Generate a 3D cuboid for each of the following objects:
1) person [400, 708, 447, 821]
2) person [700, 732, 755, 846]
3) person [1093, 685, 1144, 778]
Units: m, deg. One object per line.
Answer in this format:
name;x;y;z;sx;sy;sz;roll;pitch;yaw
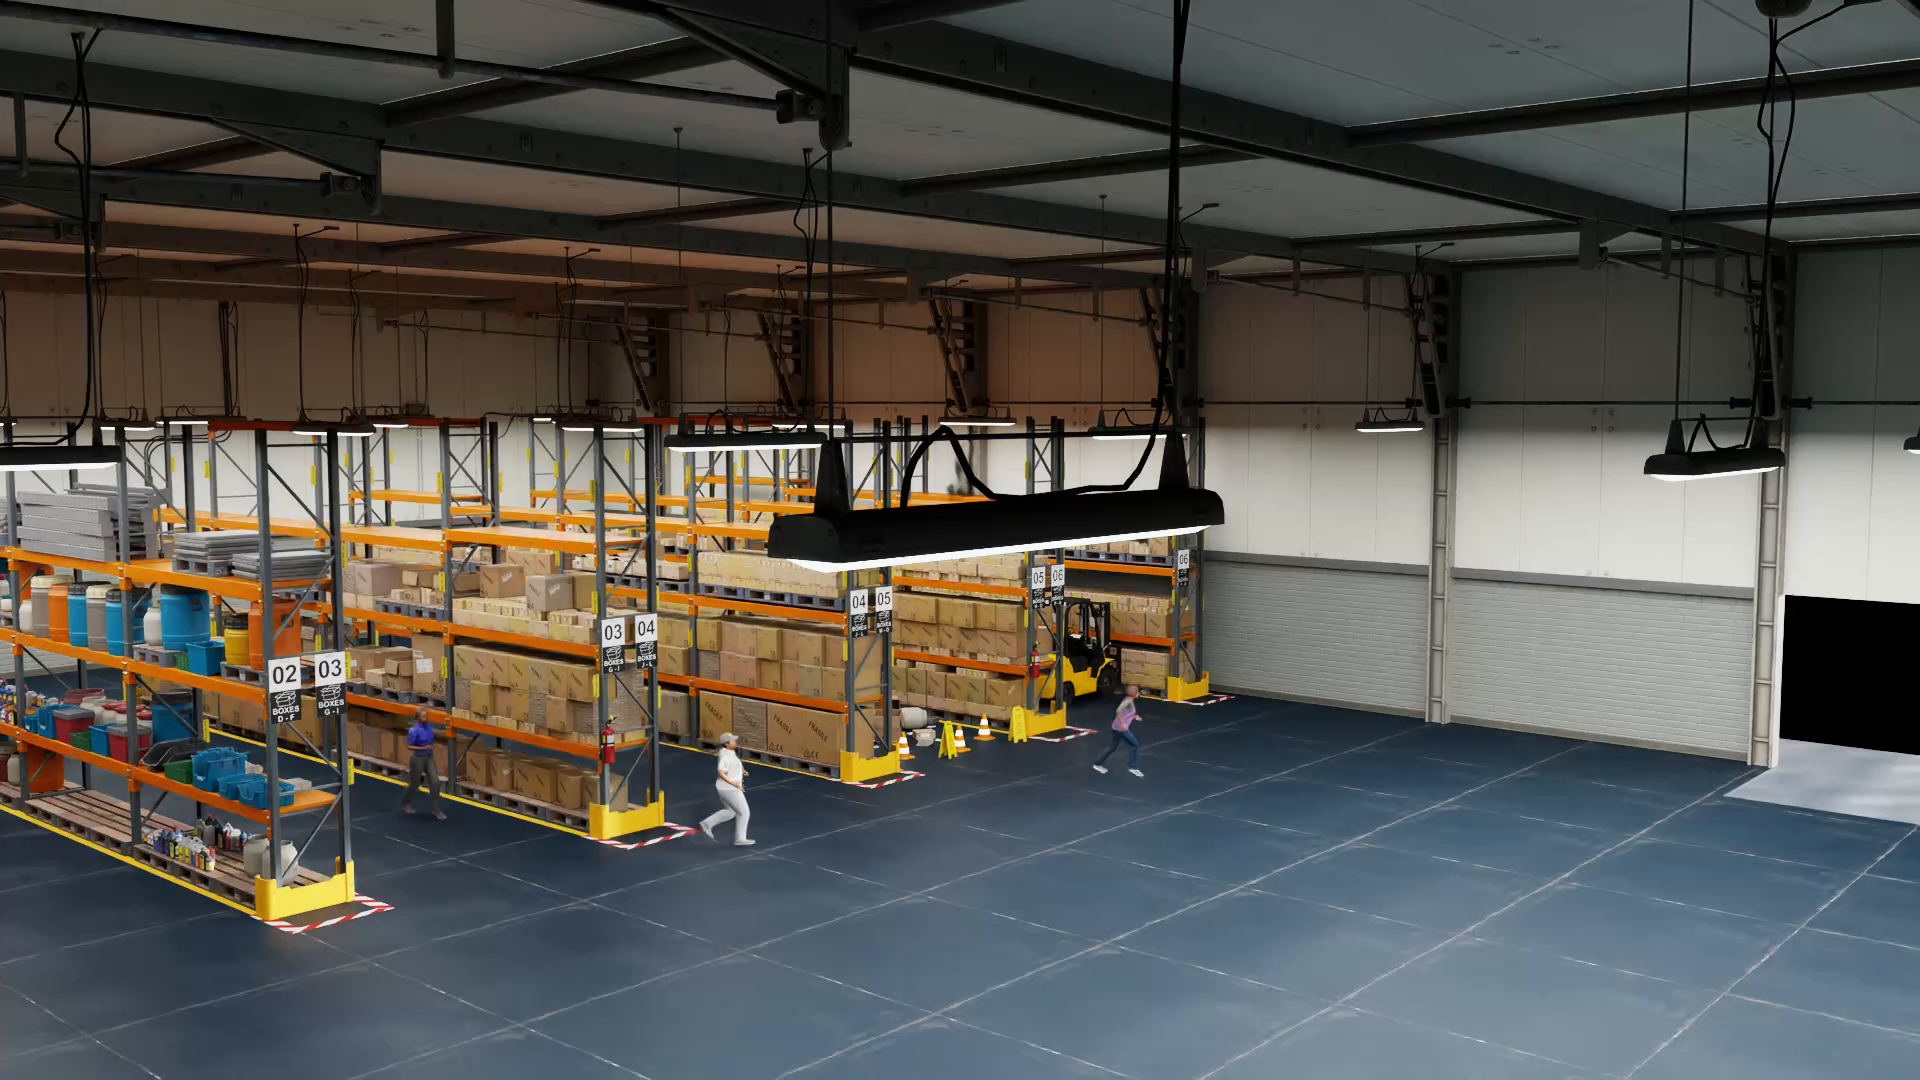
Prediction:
person;-8.196;3.396;25.264;0.851;1.696;0.569;3;6;32
person;-3.317;3.551;23.691;0.766;1.632;0.618;-1;5;-15
person;2.675;3.281;28.037;0.864;1.468;0.529;0;5;-2
